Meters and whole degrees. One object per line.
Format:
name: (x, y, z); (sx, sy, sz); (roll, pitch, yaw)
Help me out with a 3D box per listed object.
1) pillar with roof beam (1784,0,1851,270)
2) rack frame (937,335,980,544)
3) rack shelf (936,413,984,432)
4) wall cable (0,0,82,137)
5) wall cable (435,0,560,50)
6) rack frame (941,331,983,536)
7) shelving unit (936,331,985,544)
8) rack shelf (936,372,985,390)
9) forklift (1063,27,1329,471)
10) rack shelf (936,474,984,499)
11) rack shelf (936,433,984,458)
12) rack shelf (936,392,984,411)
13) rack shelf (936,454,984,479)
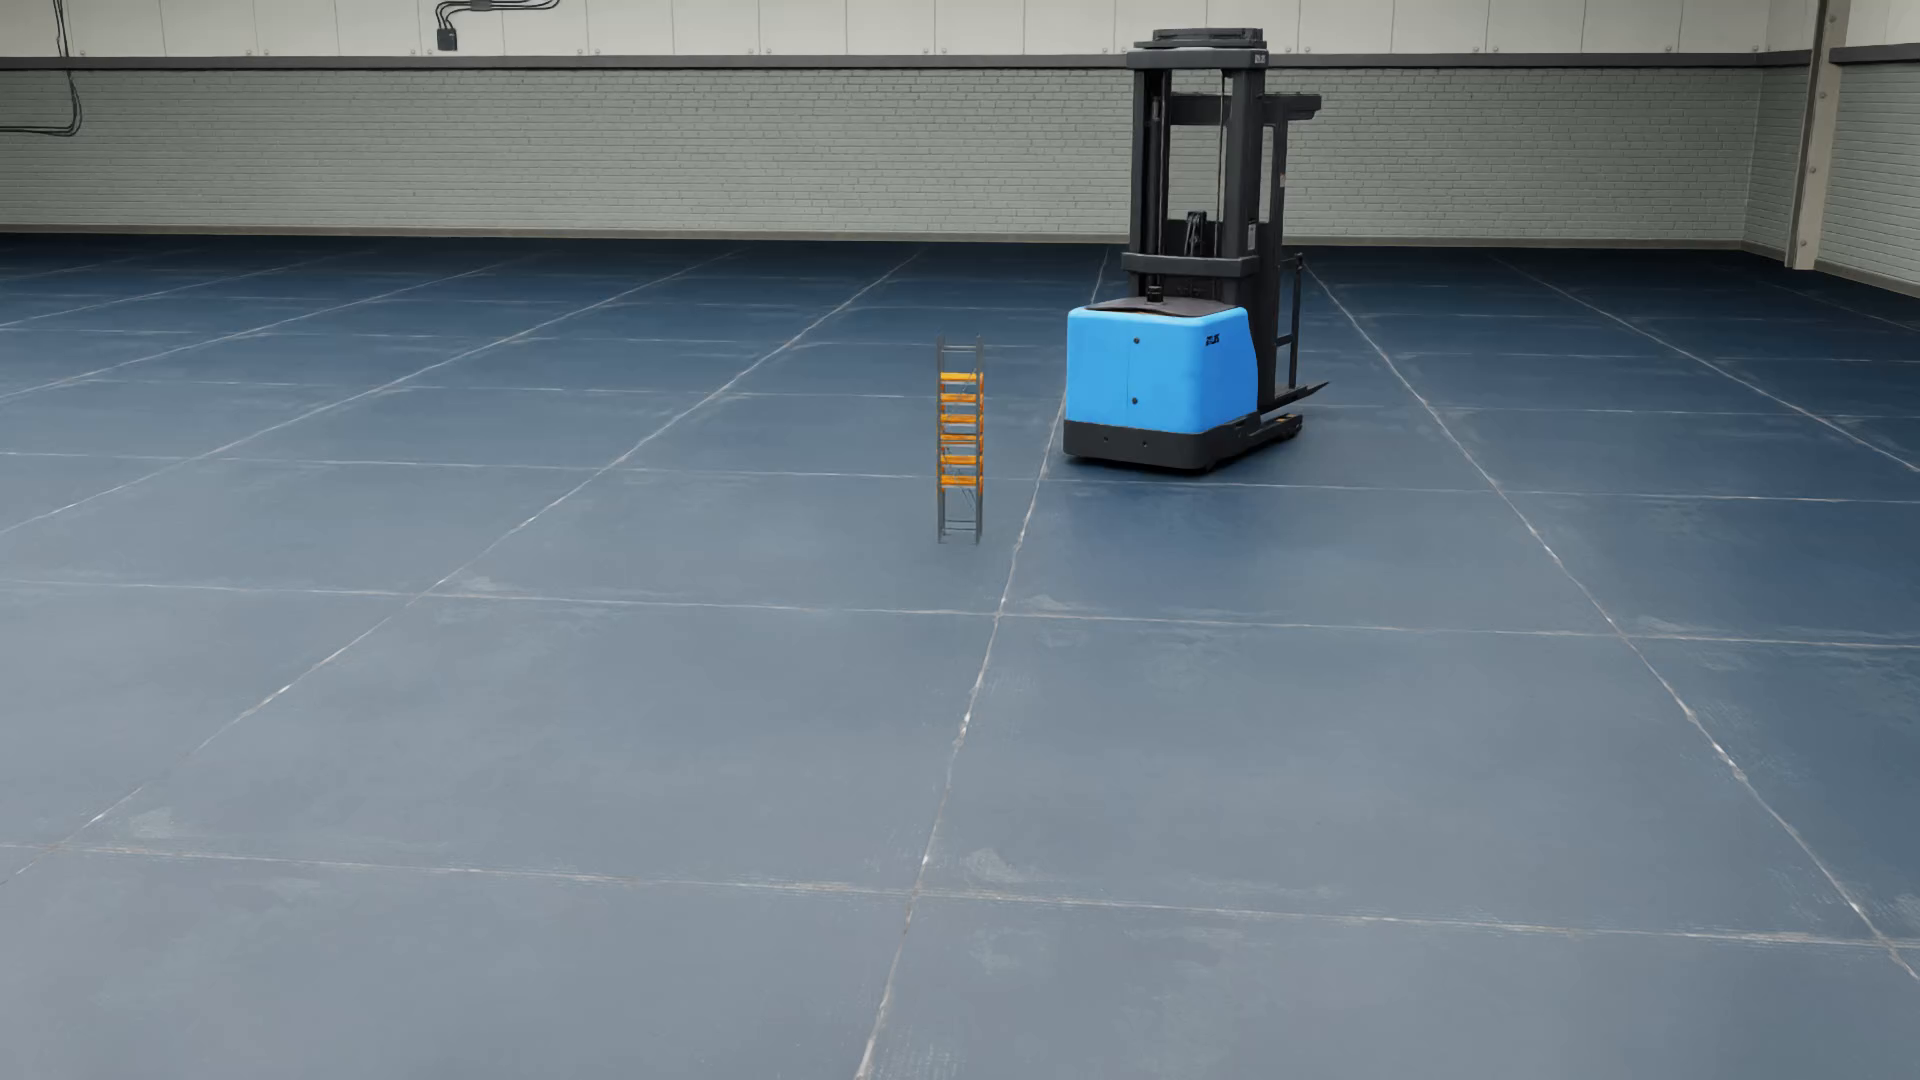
pillar with roof beam: (8.066, -8.466, 23.733); (9.100, 9.000, 0.400); (2, 15, 6)
rack frame: (-0.009, -0.559, 9.432); (0.240, 1.200, 0.006); (2, 15, 6)
rack shelf: (0.002, -0.656, 9.500); (0.258, 0.103, 0.180); (2, 15, 6)
wall cable: (-17.309, -8.494, 29.782); (3.097, 2.526, 0.112); (2, 15, 6)
wall cable: (-7.878, -11.351, 27.884); (2.305, 6.003, 0.169); (2, 15, 6)
rack frame: (0.012, -0.607, 9.607); (0.240, 1.200, 0.006); (2, 15, 6)
shelving unit: (0.002, -0.583, 9.519); (0.258, 1.200, 0.189); (2, 15, 6)
rack shelf: (0.002, -0.888, 9.437); (0.258, 0.103, 0.180); (2, 15, 6)
forklift: (1.936, -2.217, 12.244); (1.130, 2.935, 3.031); (9, 18, 31)
rack shelf: (0.002, -0.308, 9.594); (0.258, 0.103, 0.180); (2, 15, 6)
rack shelf: (0.002, -0.540, 9.531); (0.258, 0.103, 0.180); (2, 15, 6)
rack shelf: (0.002, -0.772, 9.468); (0.258, 0.103, 0.180); (2, 15, 6)
rack shelf: (0.002, -0.424, 9.562); (0.258, 0.103, 0.180); (2, 15, 6)
